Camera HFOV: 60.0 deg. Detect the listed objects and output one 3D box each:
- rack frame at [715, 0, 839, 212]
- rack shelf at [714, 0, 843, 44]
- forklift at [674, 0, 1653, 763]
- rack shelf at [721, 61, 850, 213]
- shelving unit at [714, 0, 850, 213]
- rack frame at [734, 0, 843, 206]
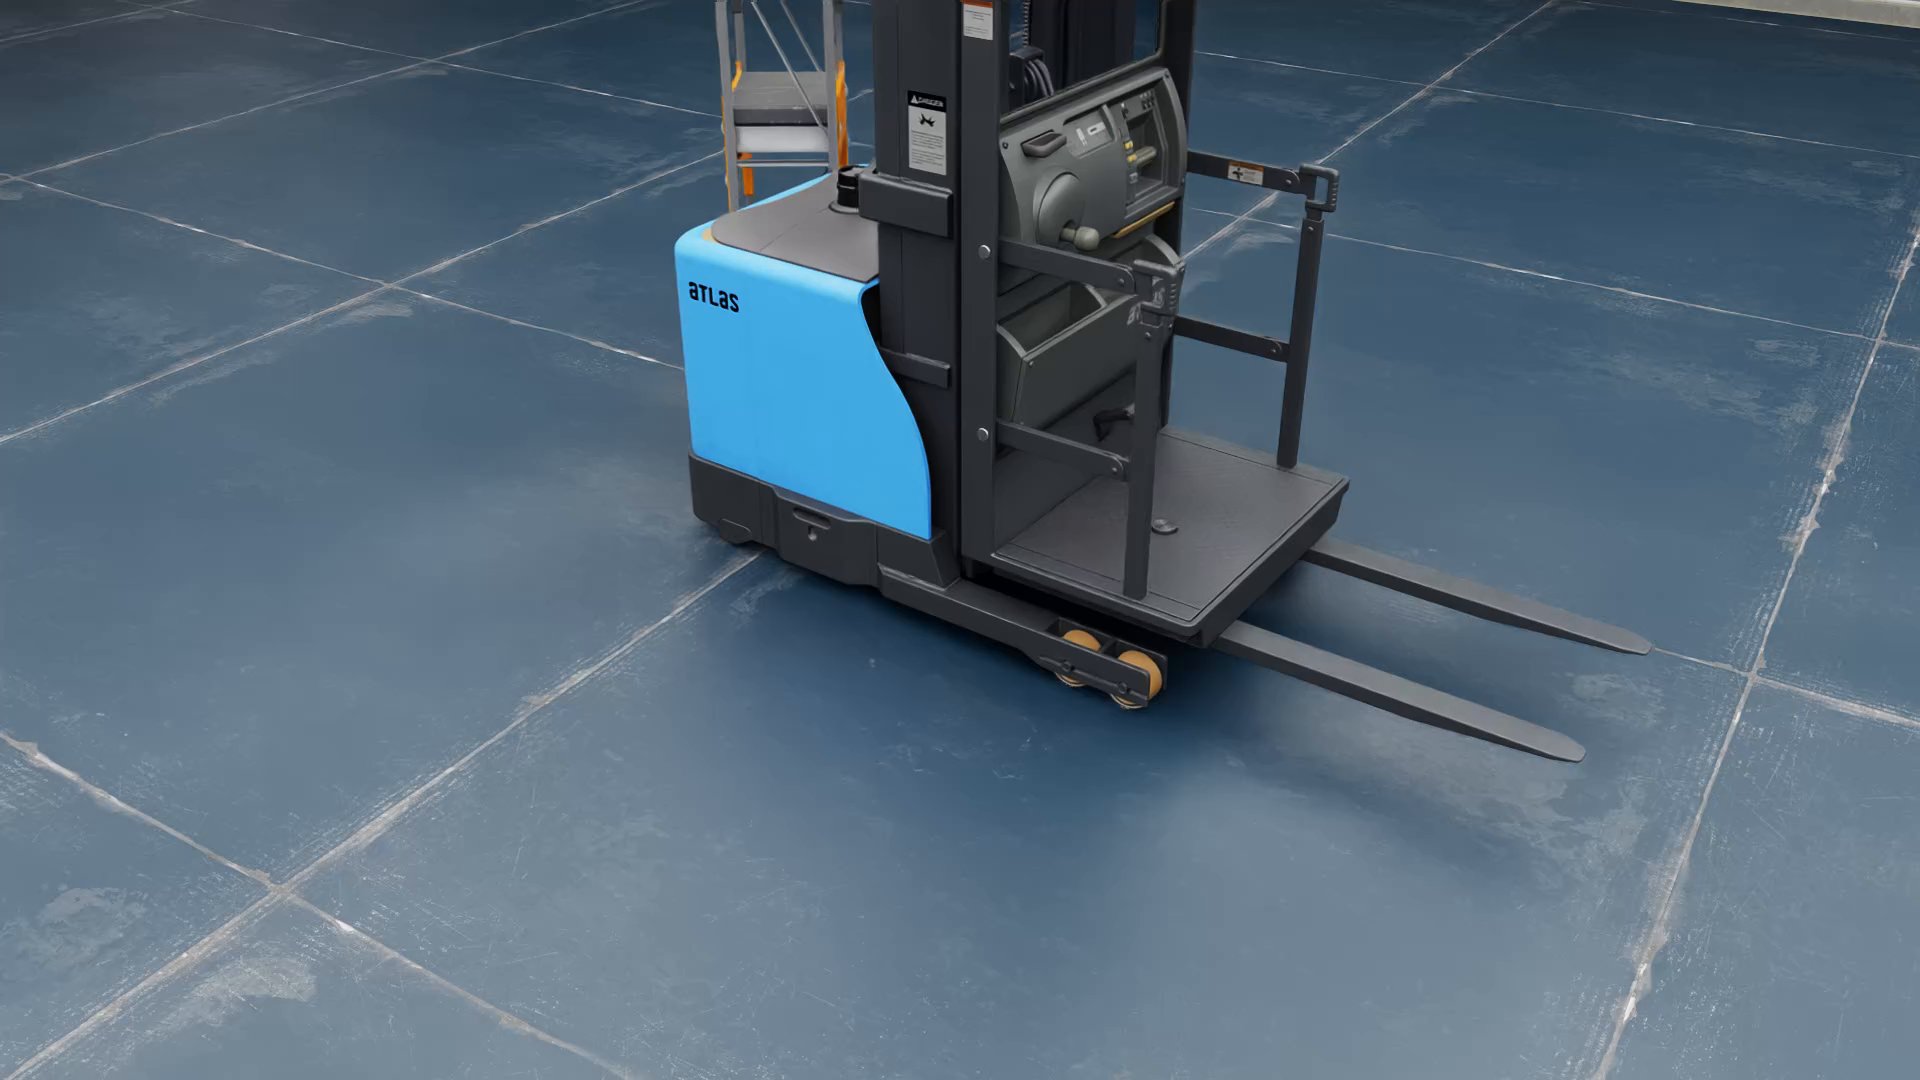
[{"bbox_3d":[-0.636,-1.350,5.981,0.400,2.100,0.015,0,30,0],"label":"rack frame"},{"bbox_3d":[-0.639,-2.066,5.846,0.431,0.518,0.480,0,30,0],"label":"rack shelf"},{"bbox_3d":[0.568,-1.075,4.684,3.031,2.935,1.130,20,36,30],"label":"forklift"},{"bbox_3d":[-0.639,-1.461,6.199,0.431,0.518,0.480,0,30,0],"label":"rack shelf"},{"bbox_3d":[-0.639,-1.473,6.192,0.431,2.100,0.503,0,30,0],"label":"shelving unit"},{"bbox_3d":[-0.641,-1.596,6.402,0.400,2.100,0.015,0,30,0],"label":"rack frame"}]
